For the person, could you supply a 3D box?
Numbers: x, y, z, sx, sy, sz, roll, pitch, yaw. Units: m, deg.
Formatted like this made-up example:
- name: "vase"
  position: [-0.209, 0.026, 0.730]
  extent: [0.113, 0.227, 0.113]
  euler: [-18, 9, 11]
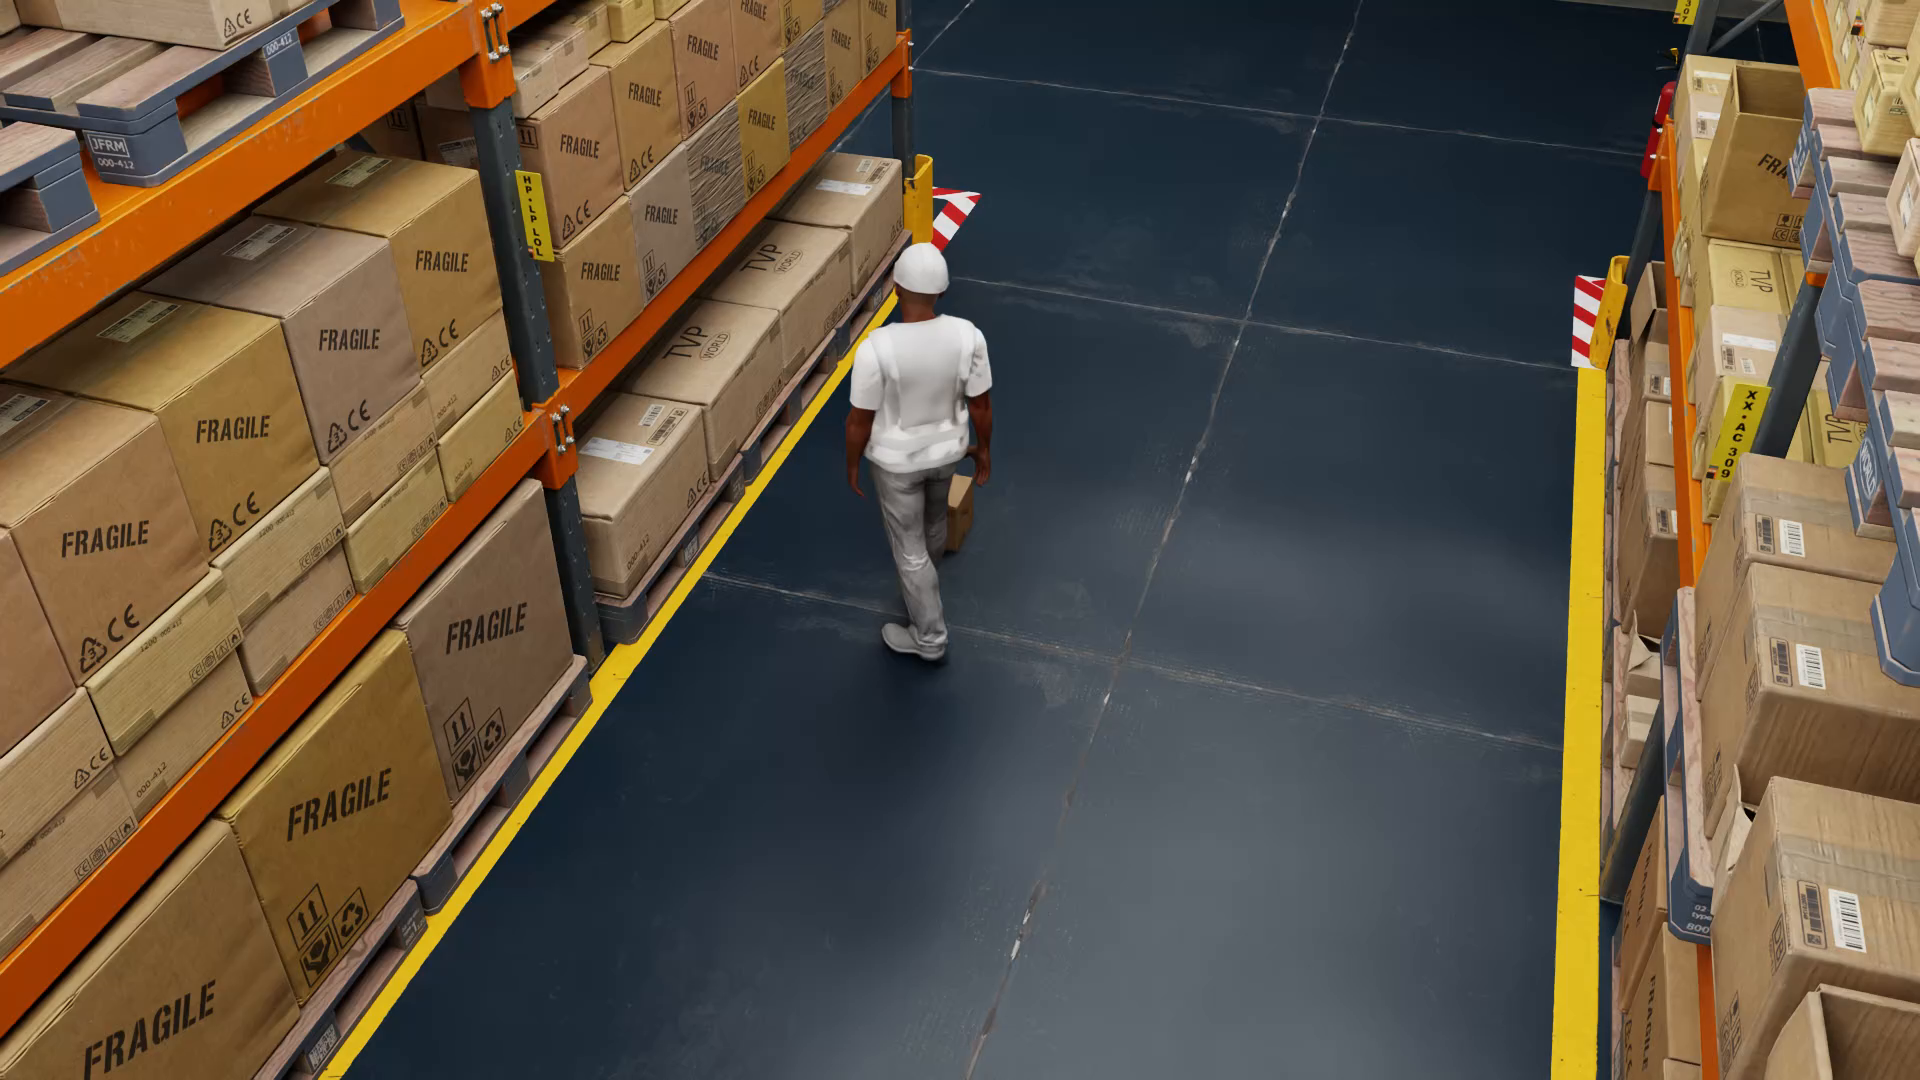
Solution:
- name: "person"
  position: [-0.192, -0.375, 6.624]
  extent: [0.575, 1.764, 0.703]
  euler: [-16, 40, -20]
